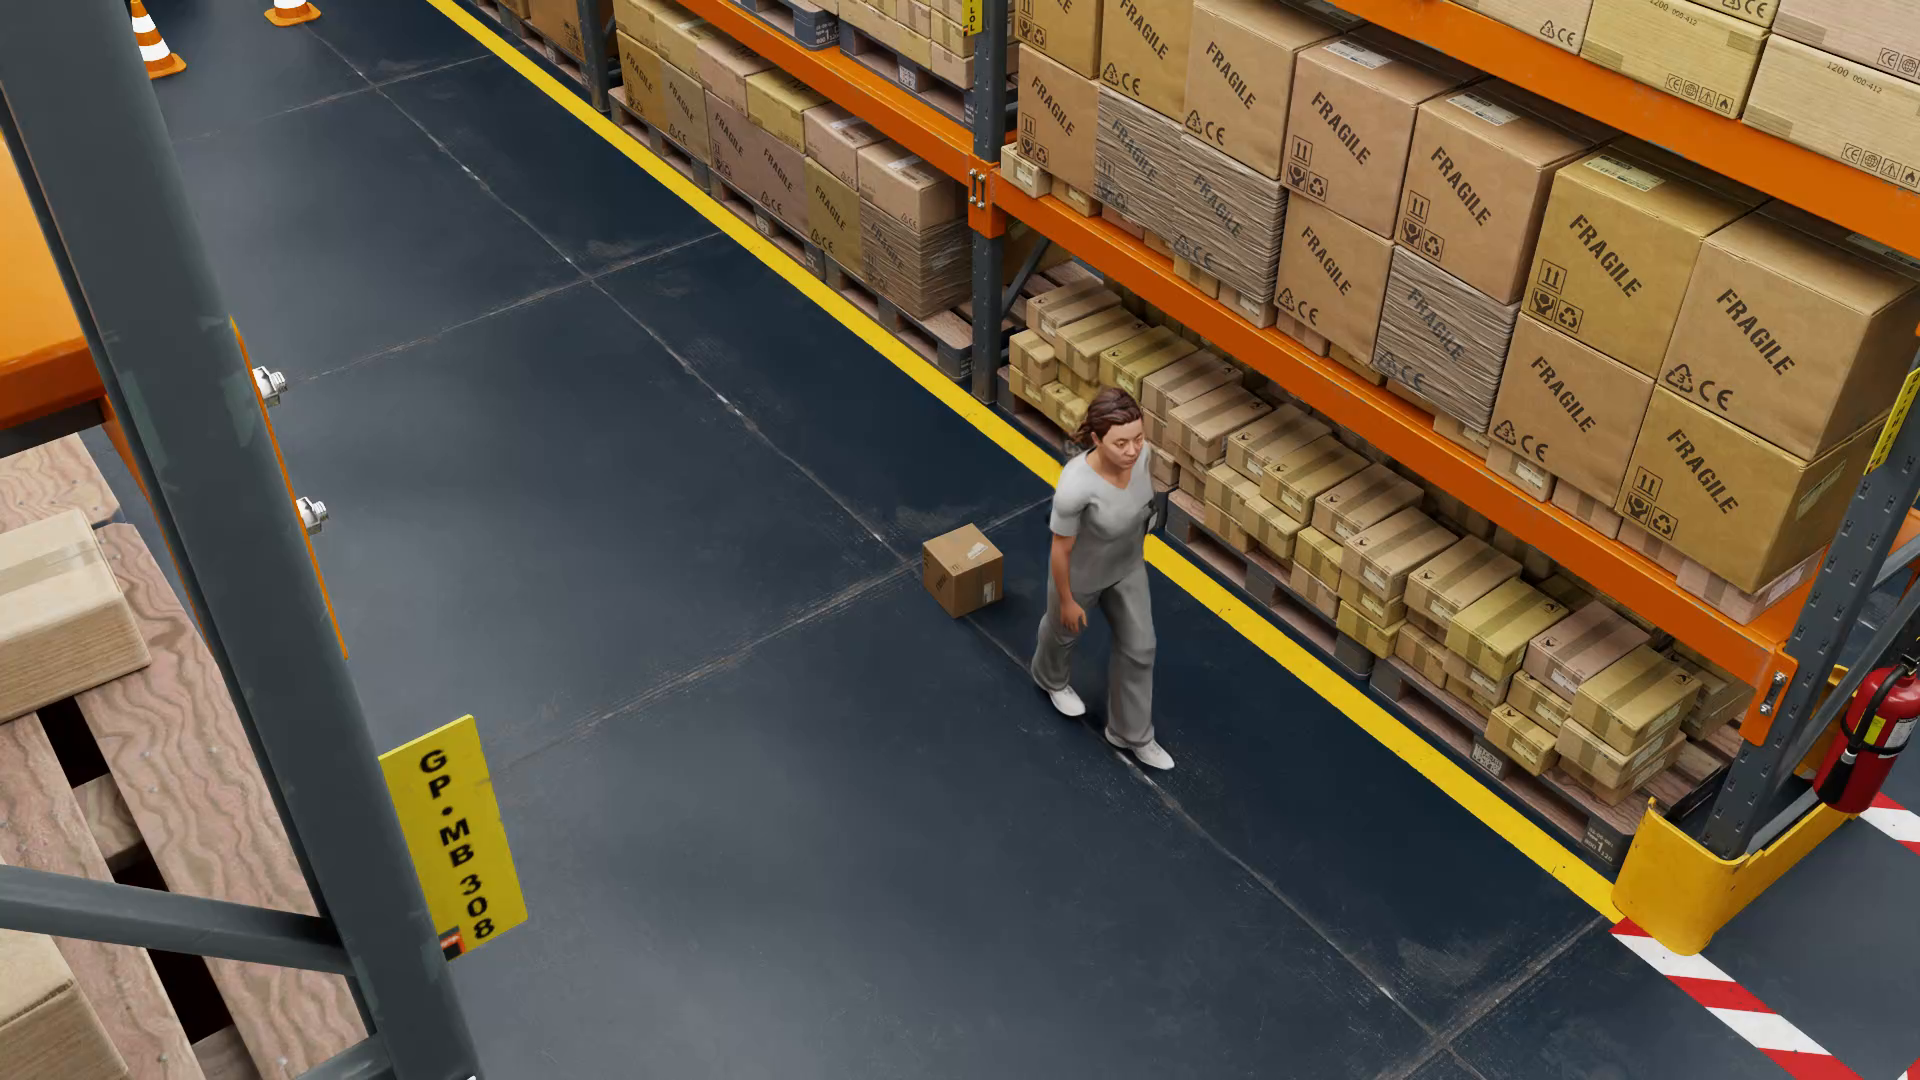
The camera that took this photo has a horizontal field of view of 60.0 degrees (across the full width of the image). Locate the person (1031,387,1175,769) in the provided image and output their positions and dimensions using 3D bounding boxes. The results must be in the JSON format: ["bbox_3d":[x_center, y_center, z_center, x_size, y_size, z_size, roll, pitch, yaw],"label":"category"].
[{"bbox_3d":[0.490,0.134,6.030,0.470,1.699,0.685,-22,45,-24],"label":"person"}]
